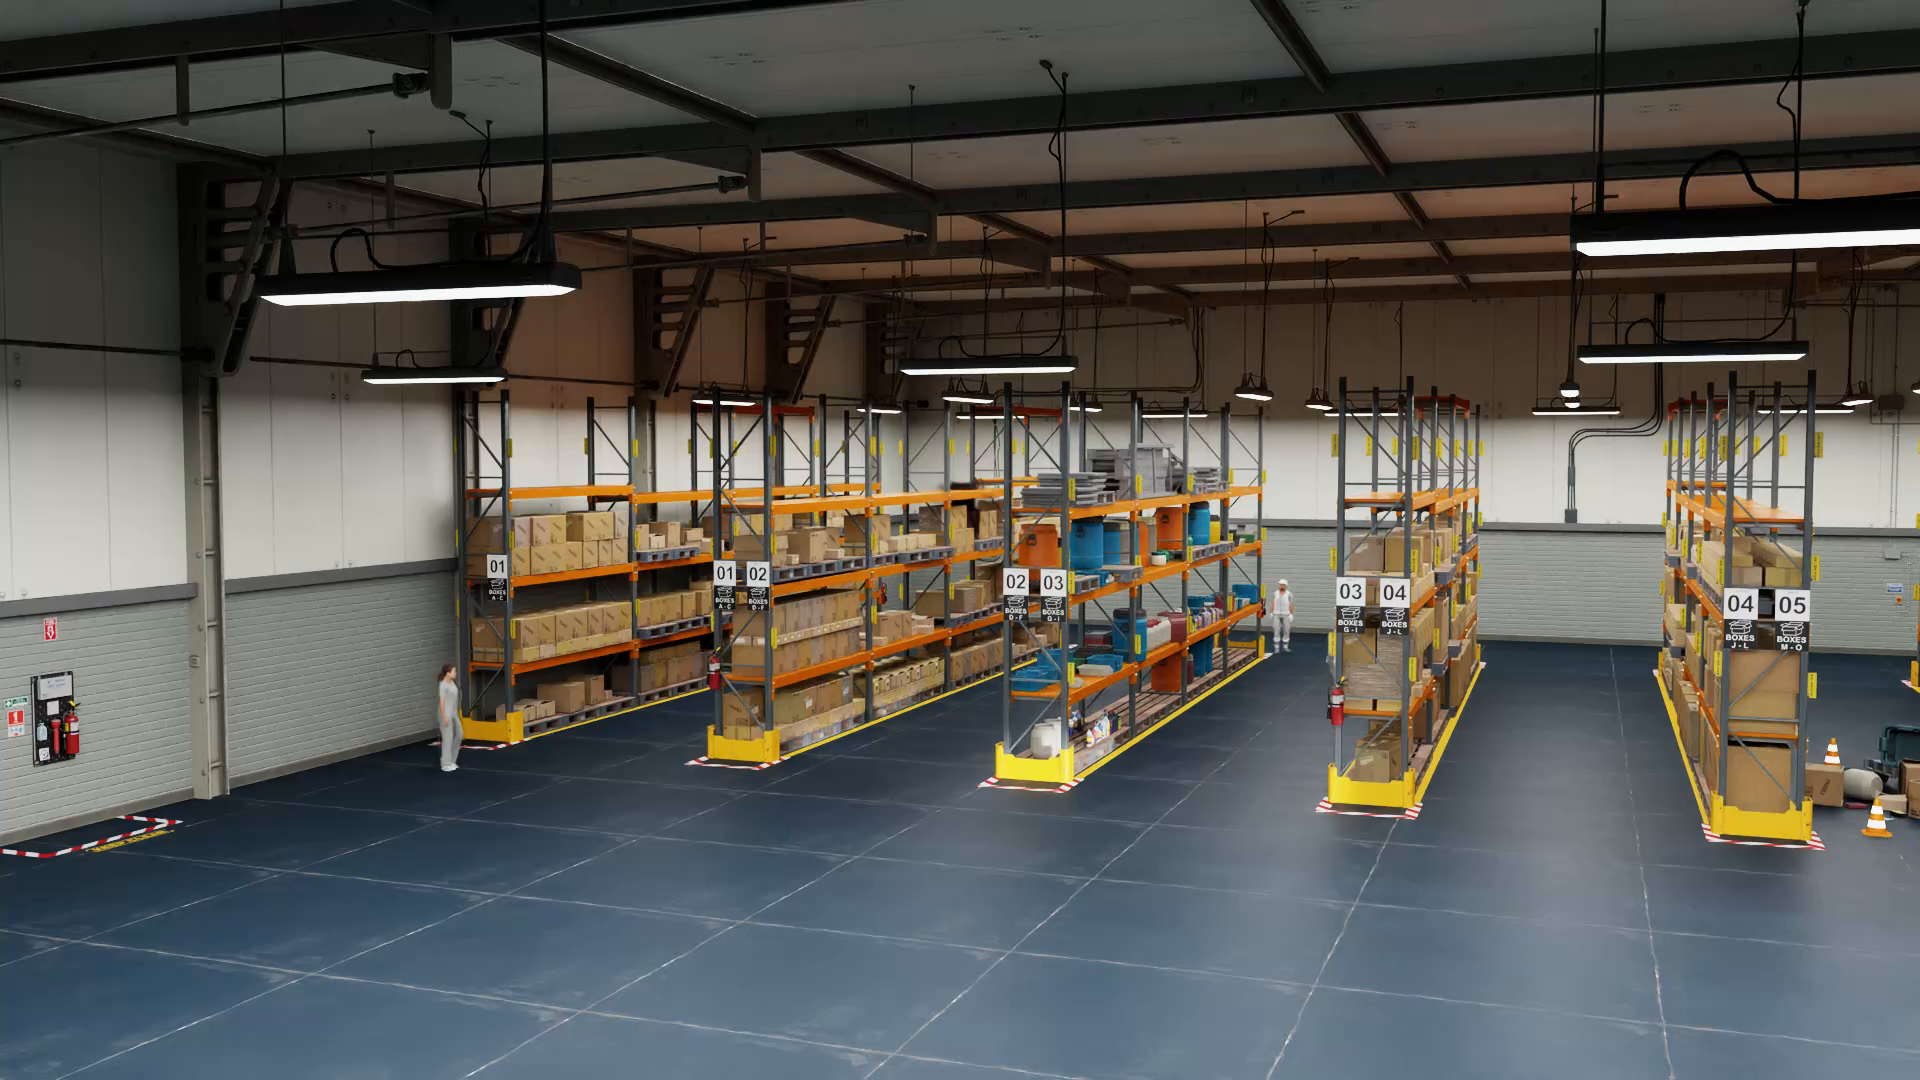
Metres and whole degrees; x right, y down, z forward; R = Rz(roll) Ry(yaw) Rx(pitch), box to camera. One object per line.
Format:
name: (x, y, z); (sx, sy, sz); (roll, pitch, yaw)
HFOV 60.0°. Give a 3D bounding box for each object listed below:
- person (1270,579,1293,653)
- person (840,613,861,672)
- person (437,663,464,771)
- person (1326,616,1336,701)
person: (7.881, 1.861, 40.782); (0.570, 1.803, 0.363); (1, 3, 13)
person: (-2.344, 2.041, 35.968); (0.463, 1.872, 0.614); (3, 4, 41)
person: (-7.969, 2.774, 25.904); (0.342, 1.721, 0.523); (0, 3, 8)
person: (7.481, 2.350, 33.116); (0.469, 1.700, 0.499); (-1, 3, -17)
